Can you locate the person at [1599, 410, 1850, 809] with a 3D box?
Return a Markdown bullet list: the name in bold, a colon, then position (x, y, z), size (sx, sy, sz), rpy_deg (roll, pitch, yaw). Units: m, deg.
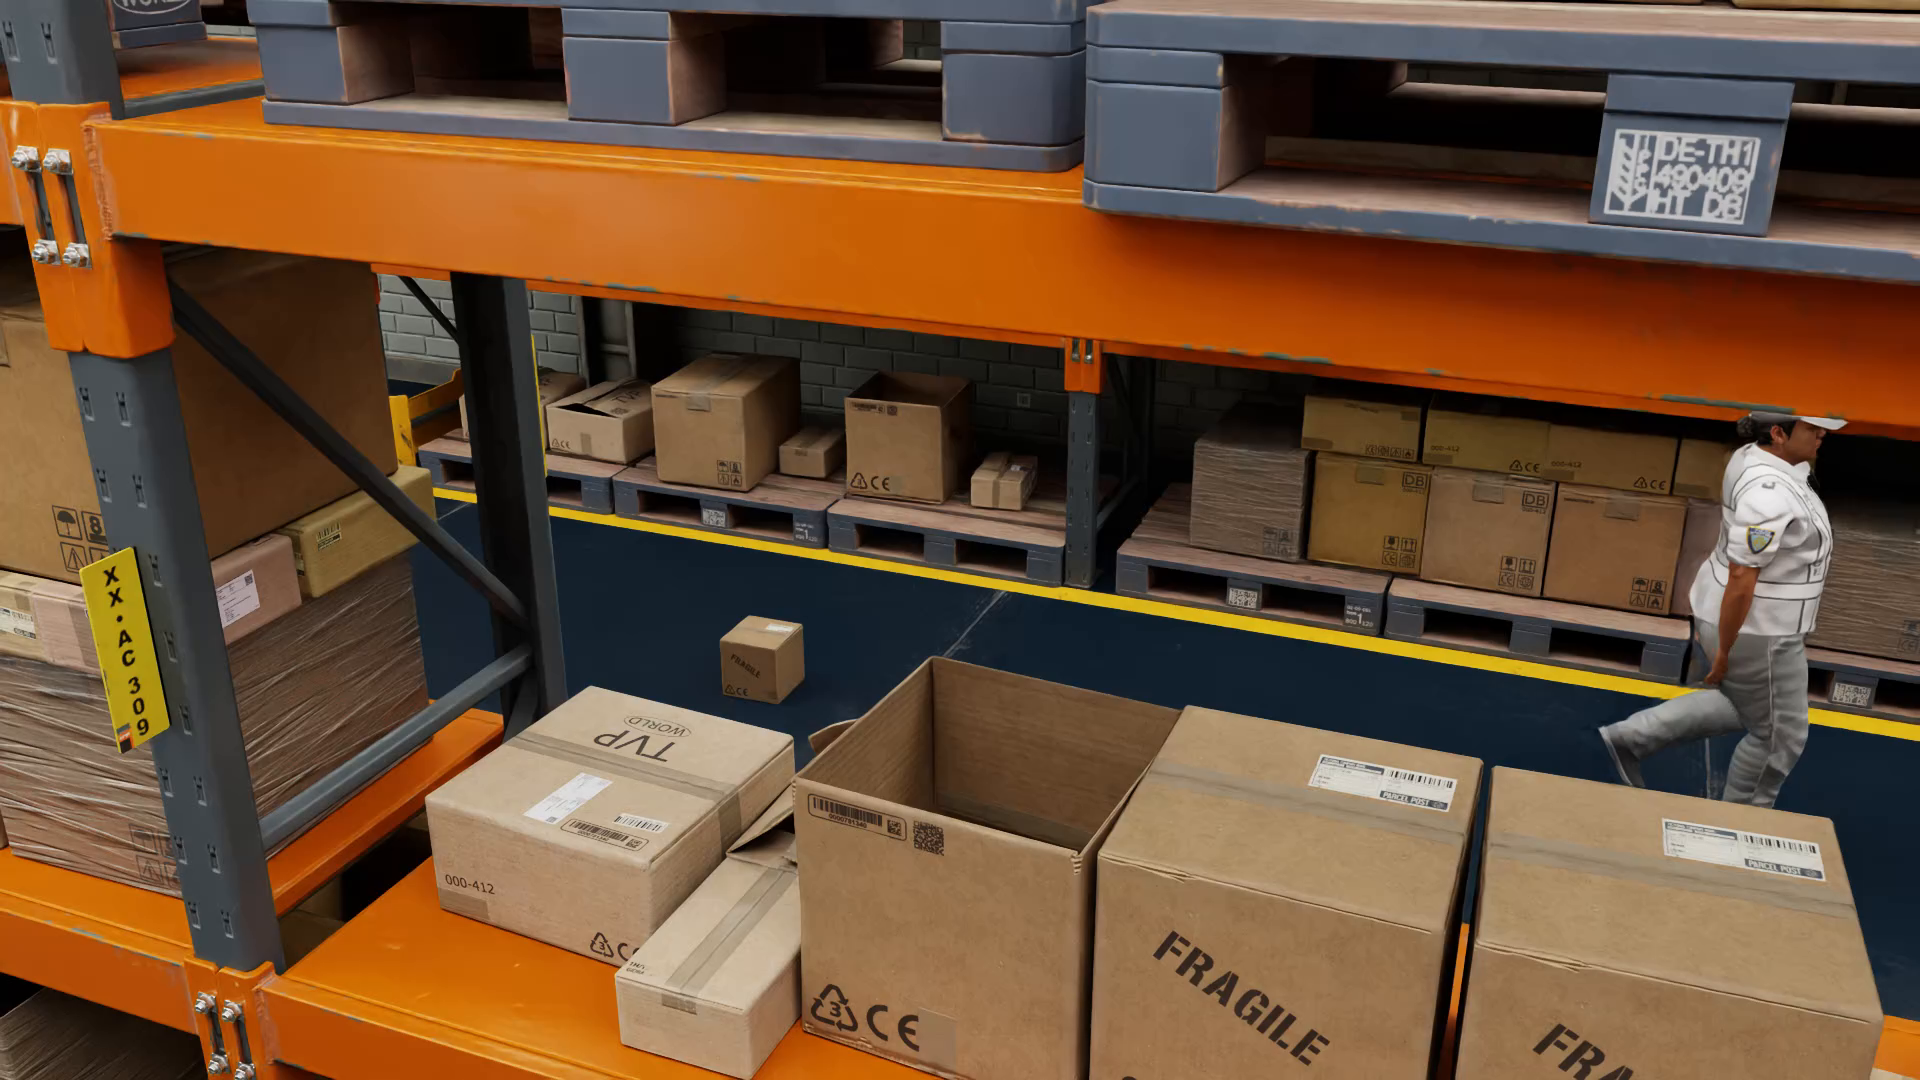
- **person**: position (2.524, 0.261, 5.410), size (0.690, 1.645, 0.475), rpy_deg (7, 23, 16)
